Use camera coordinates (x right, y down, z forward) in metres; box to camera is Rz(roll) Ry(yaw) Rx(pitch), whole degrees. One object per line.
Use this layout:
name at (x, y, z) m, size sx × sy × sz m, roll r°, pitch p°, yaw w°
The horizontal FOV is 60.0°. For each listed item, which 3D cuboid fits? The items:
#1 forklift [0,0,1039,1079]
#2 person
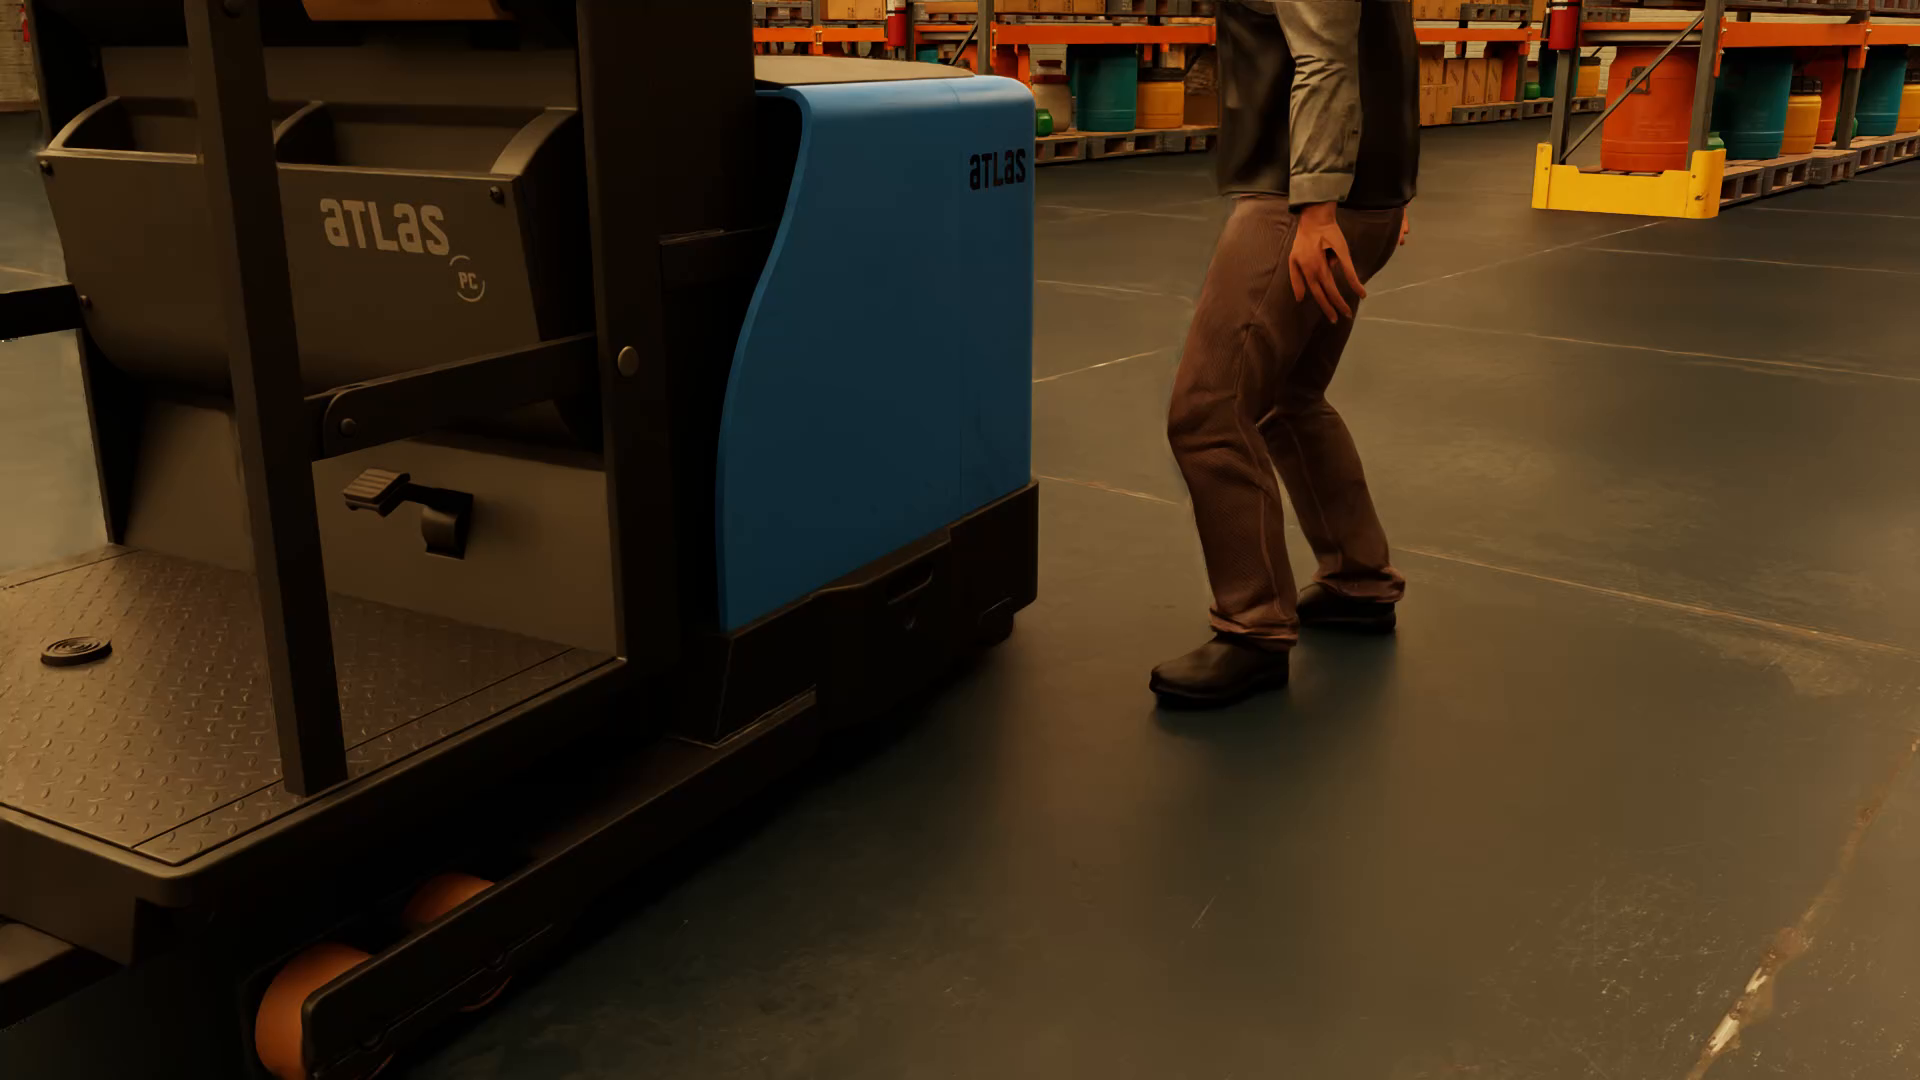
forklift at (-1.005, -0.926, 1.948) m, size 1.130 × 2.935 × 3.031 m, roll 9°, pitch 19°, yaw 28°
person at (0.646, -0.597, 3.043) m, size 0.406 × 1.694 × 0.860 m, roll 7°, pitch 18°, yaw 21°
